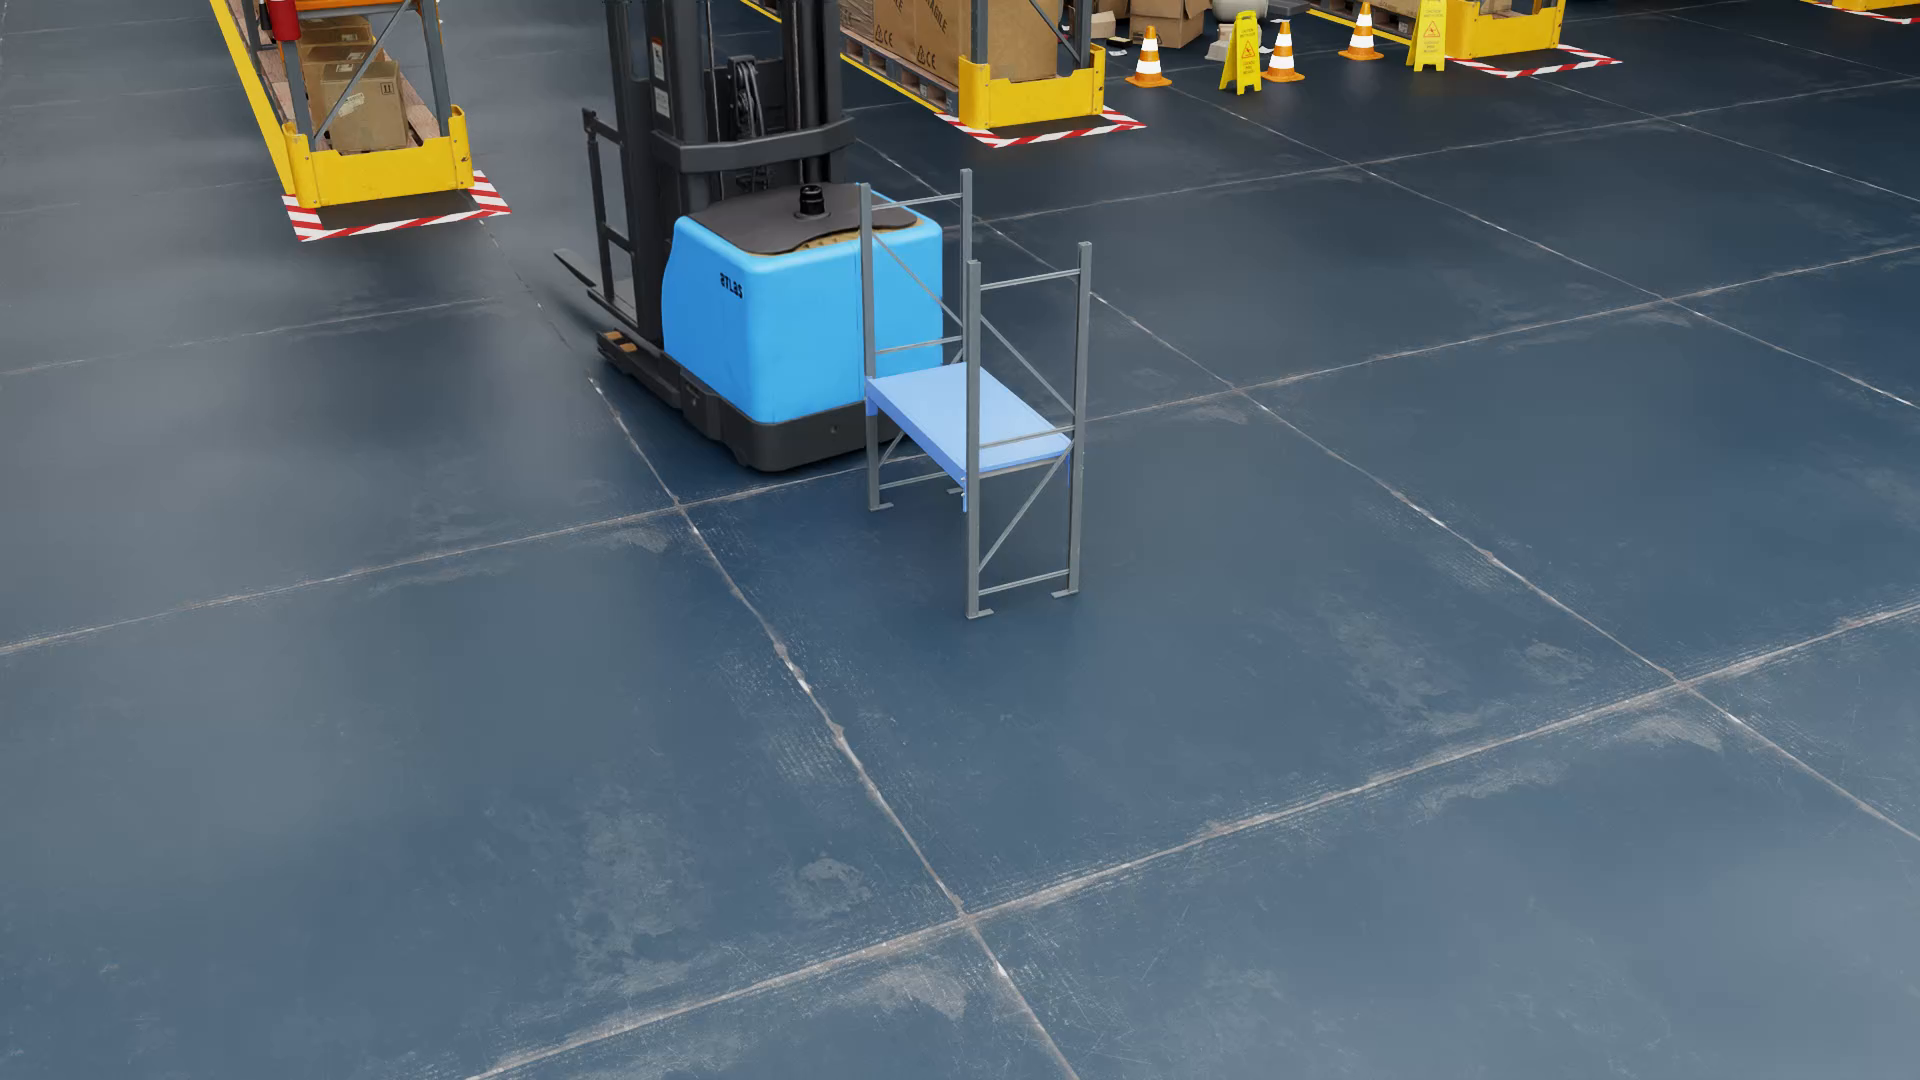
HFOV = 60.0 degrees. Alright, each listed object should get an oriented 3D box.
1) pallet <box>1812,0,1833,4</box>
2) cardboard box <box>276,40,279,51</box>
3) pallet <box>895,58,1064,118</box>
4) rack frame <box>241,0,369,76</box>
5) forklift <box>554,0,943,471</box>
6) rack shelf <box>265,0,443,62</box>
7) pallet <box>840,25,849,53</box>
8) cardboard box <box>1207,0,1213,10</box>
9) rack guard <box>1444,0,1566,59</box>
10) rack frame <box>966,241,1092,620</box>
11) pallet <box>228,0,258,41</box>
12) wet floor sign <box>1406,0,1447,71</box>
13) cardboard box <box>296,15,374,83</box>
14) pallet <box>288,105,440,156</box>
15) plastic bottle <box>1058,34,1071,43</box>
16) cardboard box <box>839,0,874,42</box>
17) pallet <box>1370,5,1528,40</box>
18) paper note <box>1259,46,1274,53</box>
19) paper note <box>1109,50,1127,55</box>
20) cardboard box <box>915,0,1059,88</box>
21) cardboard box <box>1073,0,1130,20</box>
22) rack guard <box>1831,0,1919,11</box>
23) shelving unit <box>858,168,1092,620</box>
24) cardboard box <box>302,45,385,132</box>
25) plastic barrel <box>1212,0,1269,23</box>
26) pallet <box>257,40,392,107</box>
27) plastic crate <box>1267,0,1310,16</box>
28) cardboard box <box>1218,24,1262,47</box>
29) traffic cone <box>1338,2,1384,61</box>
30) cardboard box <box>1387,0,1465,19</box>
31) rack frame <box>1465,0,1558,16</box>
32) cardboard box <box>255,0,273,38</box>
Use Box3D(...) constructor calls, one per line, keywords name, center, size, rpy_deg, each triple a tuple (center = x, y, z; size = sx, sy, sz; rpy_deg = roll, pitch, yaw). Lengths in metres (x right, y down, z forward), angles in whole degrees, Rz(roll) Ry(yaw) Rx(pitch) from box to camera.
Box3D(name="pallet", center=(9.103, -5.943, 17.633), size=(1.003, 0.211, 1.213), rpy_deg=(-13, 32, -22))
Box3D(name="cardboard box", center=(-5.544, -4.380, 14.121), size=(0.500, 0.500, 0.500), rpy_deg=(-14, 32, -23))
Box3D(name="pallet", center=(0.146, -3.823, 13.852), size=(1.003, 0.211, 1.213), rpy_deg=(-13, 32, -22))
Box3D(name="rack frame", center=(-5.680, -5.473, 13.942), size=(1.000, 3.000, 0.127), rpy_deg=(-13, 32, -22))
Box3D(name="forklift", center=(-1.295, -2.270, 8.301), size=(1.130, 2.935, 3.031), rpy_deg=(-18, 34, -29))
Box3D(name="rack shelf", center=(-4.821, -4.275, 12.543), size=(1.077, 0.370, 4.000), rpy_deg=(-13, 32, -22))
Box3D(name="pallet", center=(-0.901, -4.901, 15.774), size=(1.003, 0.211, 1.213), rpy_deg=(-13, 32, -22))
Box3D(name="cardboard box", center=(2.502, -5.705, 16.910), size=(0.500, 0.500, 0.500), rpy_deg=(7, 30, 13))
Box3D(name="rack guard", center=(4.955, -4.730, 15.173), size=(1.175, 0.500, 0.348), rpy_deg=(-13, 32, -22))
Box3D(name="rack frame", center=(0.255, -0.392, 6.416), size=(0.500, 1.500, 0.032), rpy_deg=(-13, 32, -22))
Box3D(name="pallet", center=(-6.543, -5.140, 16.200), size=(1.003, 0.211, 1.213), rpy_deg=(-13, 32, -22))
Box3D(name="wet floor sign", center=(4.103, -4.451, 14.528), size=(0.267, 0.644, 0.232), rpy_deg=(-3, 29, -5))
Box3D(name="cardboard box", center=(-4.954, -3.871, 13.213), size=(0.500, 0.500, 0.500), rpy_deg=(-16, 33, -26))
Box3D(name="pallet", center=(-4.312, -2.889, 12.187), size=(1.003, 0.211, 1.213), rpy_deg=(-13, 32, -22))
Box3D(name="plastic bottle", center=(0.901, -4.691, 15.553), size=(0.133, 0.061, 0.283), rpy_deg=(26, 38, 38))
Box3D(name="cardboard box", center=(-0.560, -5.036, 14.907), size=(0.875, 0.875, 0.875), rpy_deg=(-13, 32, -22))
Box3D(name="pallet", center=(4.638, -4.970, 15.897), size=(1.003, 0.211, 1.213), rpy_deg=(-13, 32, -22))
Box3D(name="paper note", center=(2.784, -4.491, 15.228), size=(0.142, 0.019, 0.148), rpy_deg=(26, 38, 38))
Box3D(name="paper note", center=(1.438, -4.437, 15.134), size=(0.144, 0.017, 0.142), rpy_deg=(-3, 29, -5))
Box3D(name="cardboard box", center=(0.210, -4.244, 13.495), size=(0.875, 0.875, 0.875), rpy_deg=(-13, 32, -22))
Box3D(name="cardboard box", center=(1.538, -5.412, 16.249), size=(0.797, 0.637, 0.503), rpy_deg=(-13, 32, -22))
Box3D(name="rack guard", center=(9.479, -5.729, 16.956), size=(1.175, 0.500, 0.348), rpy_deg=(-13, 32, -22))
Box3D(name="shelving unit", center=(0.037, -0.616, 6.816), size=(0.538, 1.500, 1.048), rpy_deg=(-13, 32, -22))
Box3D(name="cardboard box", center=(-4.503, -3.335, 12.256), size=(0.500, 0.500, 0.500), rpy_deg=(-5, 30, -9))
Box3D(name="plastic barrel", center=(2.734, -5.257, 16.193), size=(0.512, 0.421, 0.421), rpy_deg=(7, 30, 13))
Box3D(name="pallet", center=(-5.360, -3.967, 14.109), size=(1.003, 0.211, 1.213), rpy_deg=(-13, 32, -22))
Box3D(name="plastic crate", center=(3.204, -5.414, 16.824), size=(0.583, 0.080, 0.402), rpy_deg=(26, 38, 38))
Box3D(name="cardboard box", center=(2.601, -4.697, 15.475), size=(0.380, 0.149, 0.250), rpy_deg=(2, 29, 4))
Box3D(name="traffic cone", center=(3.638, -4.599, 14.978), size=(0.336, 0.463, 0.334), rpy_deg=(-13, 32, -22))
Box3D(name="cardboard box", center=(4.387, -5.081, 15.627), size=(0.500, 0.250, 0.500), rpy_deg=(-13, 32, -22))
Box3D(name="rack frame", center=(4.988, -5.786, 14.502), size=(1.000, 3.000, 0.127), rpy_deg=(-13, 32, -22))
Box3D(name="cardboard box", center=(-5.924, -4.850, 14.938), size=(0.700, 0.500, 0.500), rpy_deg=(-16, 33, -26))
